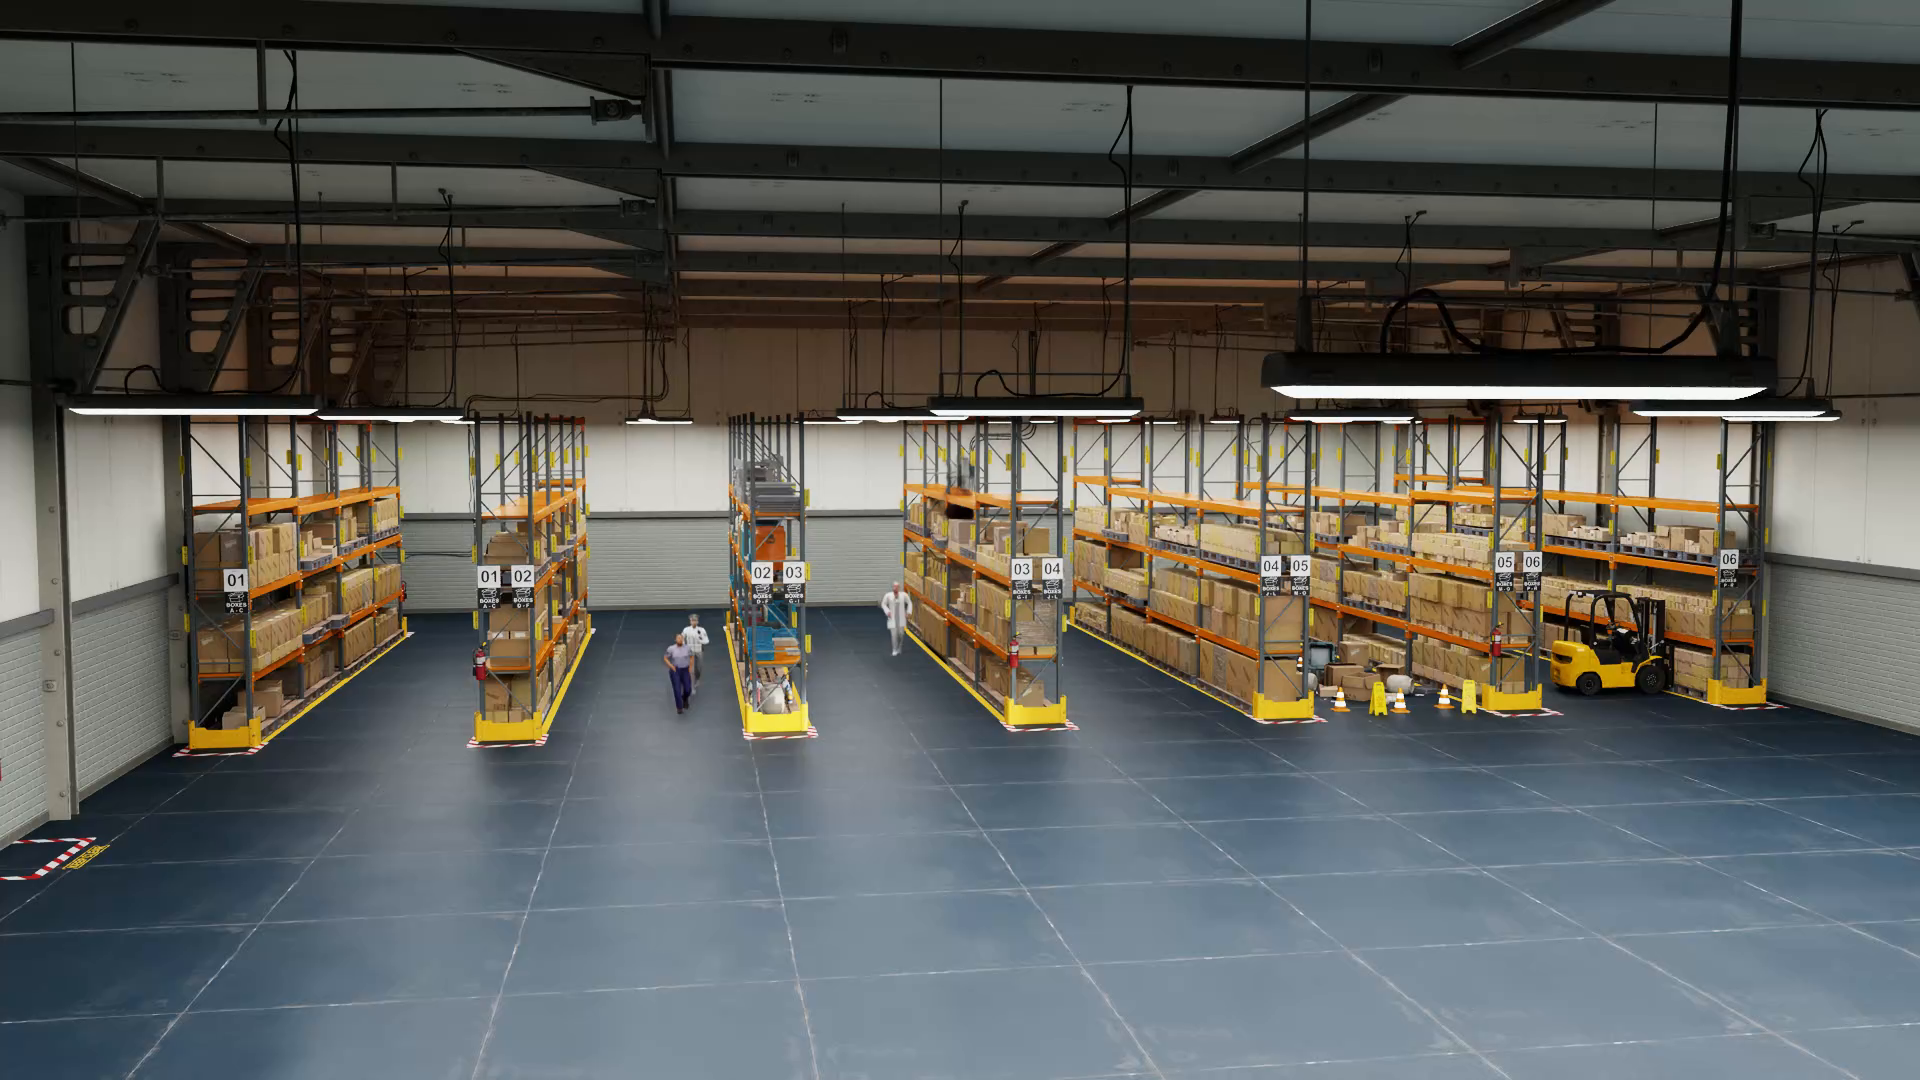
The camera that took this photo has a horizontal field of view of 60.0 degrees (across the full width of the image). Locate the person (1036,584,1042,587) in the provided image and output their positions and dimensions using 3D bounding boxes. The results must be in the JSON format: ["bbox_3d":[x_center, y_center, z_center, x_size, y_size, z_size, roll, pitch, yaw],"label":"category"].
[{"bbox_3d":[2.249,1.653,48.676,0.569,1.523,0.481,2,4,29],"label":"person"}]

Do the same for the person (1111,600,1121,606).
[{"bbox_3d":[4.626,1.465,50.059,0.534,1.717,0.660,-1,4,-13],"label":"person"}]

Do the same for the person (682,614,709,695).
[{"bbox_3d":[-5.709,2.431,35.739,0.611,1.669,0.940,-1,4,-12],"label":"person"}]

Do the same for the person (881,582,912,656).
[{"bbox_3d":[-1.504,1.873,39.636,0.746,1.751,0.600,0,4,-7],"label":"person"}]

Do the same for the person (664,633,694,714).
[{"bbox_3d":[-5.605,2.660,33.231,0.611,1.612,0.545,-1,4,-18],"label":"person"}]
